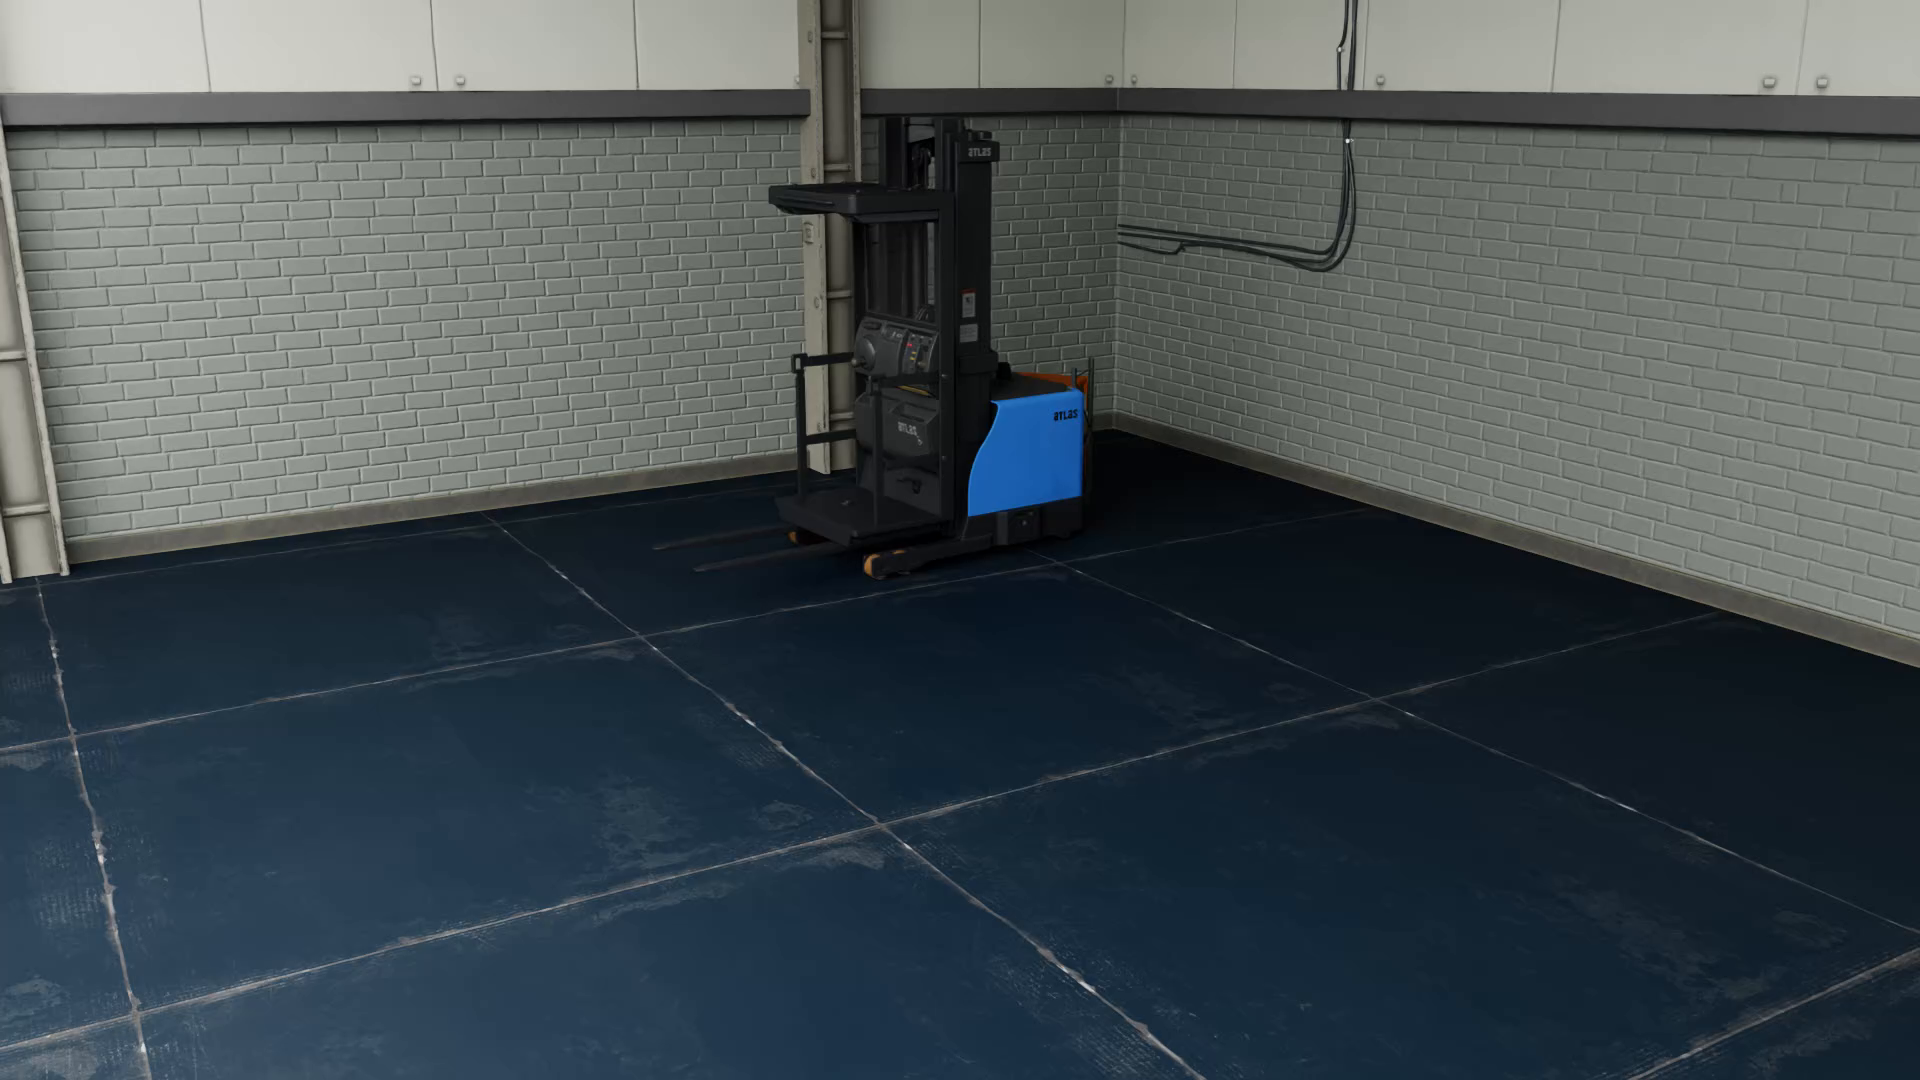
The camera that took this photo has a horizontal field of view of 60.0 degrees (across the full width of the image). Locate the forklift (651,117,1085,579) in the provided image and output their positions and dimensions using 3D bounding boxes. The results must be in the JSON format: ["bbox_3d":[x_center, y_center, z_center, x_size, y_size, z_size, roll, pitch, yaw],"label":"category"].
[{"bbox_3d":[-0.603,-1.312,11.159,3.031,2.935,1.130,-11,19,-34],"label":"forklift"}]

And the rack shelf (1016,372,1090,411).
[{"bbox_3d":[0.449,-1.122,12.745,1.000,0.278,0.538,6,17,20],"label":"rack shelf"}]

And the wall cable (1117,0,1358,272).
[{"bbox_3d":[2.169,-3.553,13.665,0.112,2.526,3.097,-9,18,-30],"label":"wall cable"}]

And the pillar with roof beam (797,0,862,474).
[{"bbox_3d":[1.180,-3.949,9.324,0.400,9.000,9.100,-9,18,-30],"label":"pillar with roof beam"}]

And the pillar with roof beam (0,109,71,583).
[{"bbox_3d":[-3.963,-3.114,6.348,0.400,9.000,9.100,-9,18,-30],"label":"pillar with roof beam"}]

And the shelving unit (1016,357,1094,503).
[{"bbox_3d":[0.449,-0.841,12.824,1.048,1.125,0.538,6,17,20],"label":"shelving unit"}]

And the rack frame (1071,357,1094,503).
[{"bbox_3d":[0.924,-0.792,12.651,0.032,1.125,0.500,6,17,20],"label":"rack frame"}]

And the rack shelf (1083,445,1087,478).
[{"bbox_3d":[0.449,-0.605,12.890,1.000,0.278,0.538,6,17,20],"label":"rack shelf"}]
